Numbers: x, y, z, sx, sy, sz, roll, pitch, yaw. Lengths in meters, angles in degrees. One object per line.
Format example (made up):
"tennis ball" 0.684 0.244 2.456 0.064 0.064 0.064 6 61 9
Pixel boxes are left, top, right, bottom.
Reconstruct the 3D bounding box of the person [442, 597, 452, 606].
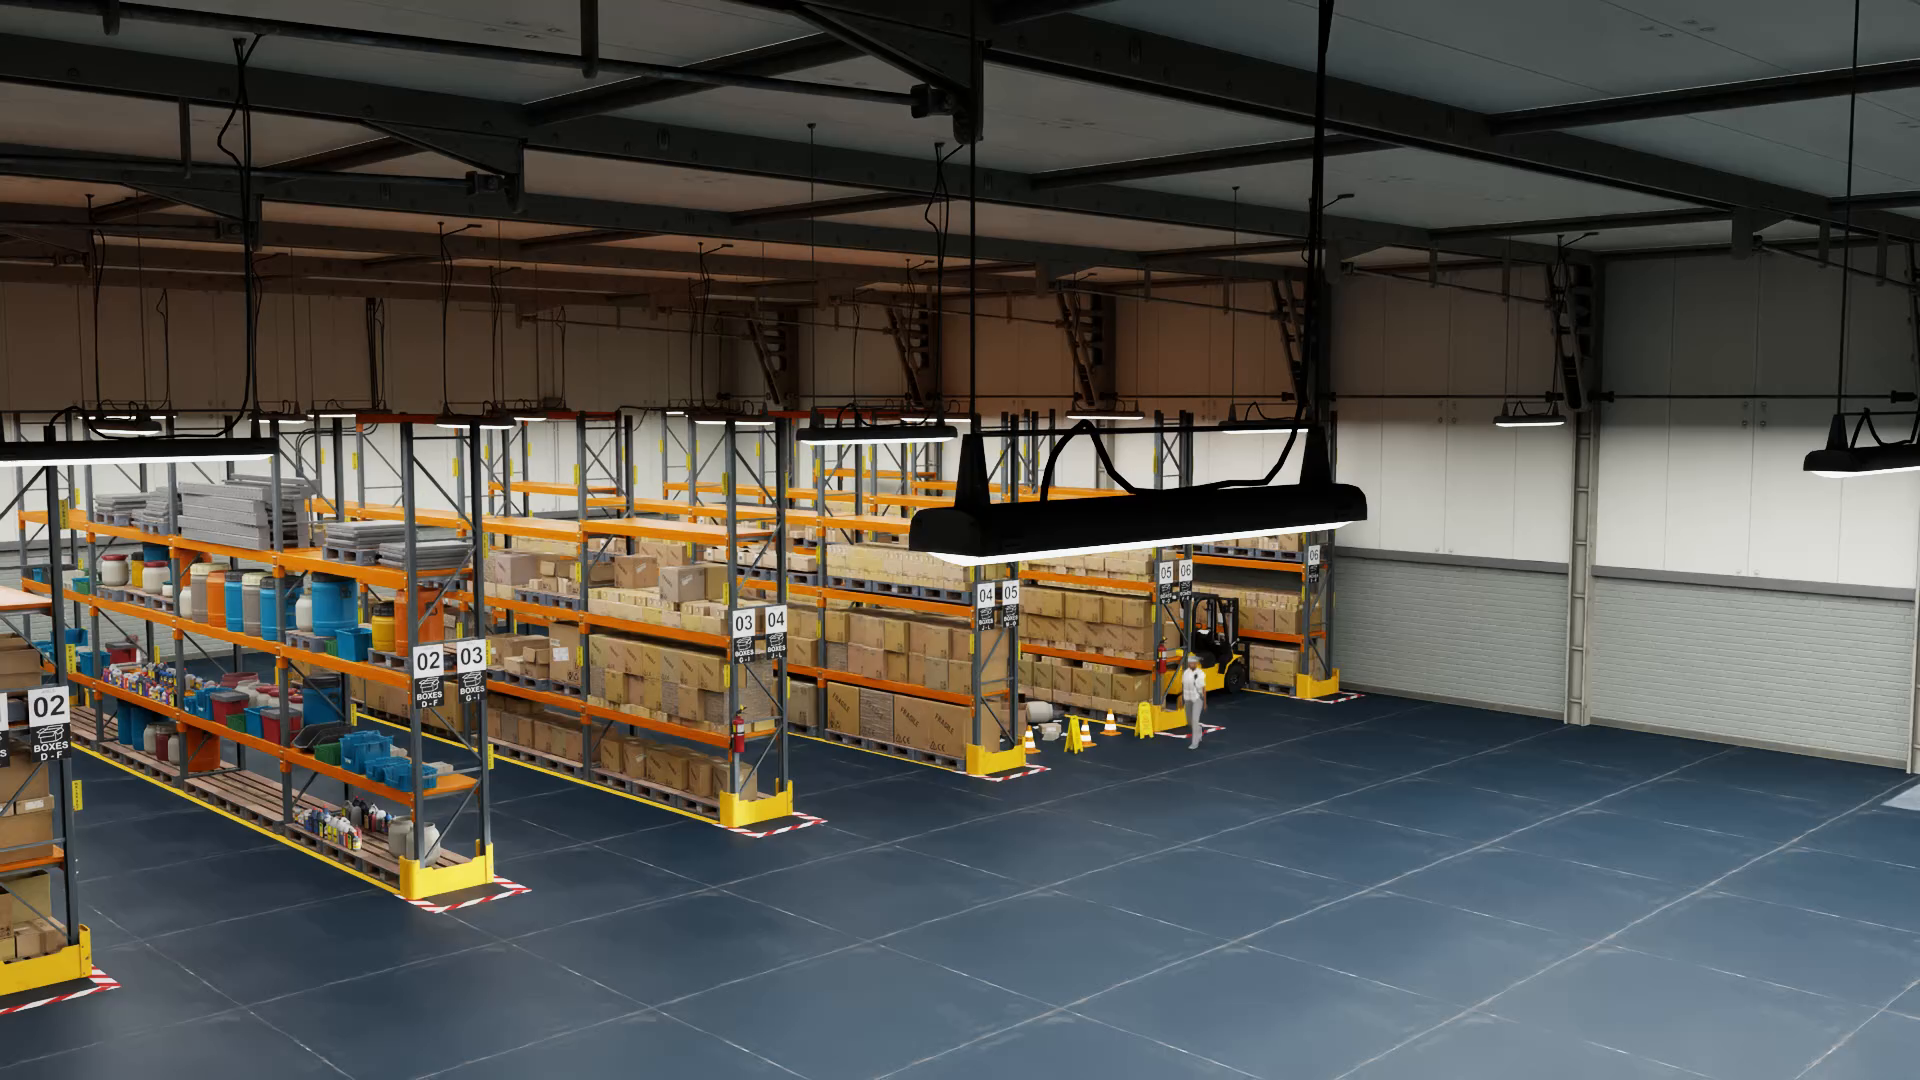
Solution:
"person" -13.290 1.779 42.524 0.526 1.730 1.058 1 5 9

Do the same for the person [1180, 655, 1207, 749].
"person" 4.251 2.887 30.061 0.441 1.661 0.775 4 7 42

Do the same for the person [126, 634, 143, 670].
"person" -16.434 2.661 33.114 0.420 1.567 0.819 1 5 12
